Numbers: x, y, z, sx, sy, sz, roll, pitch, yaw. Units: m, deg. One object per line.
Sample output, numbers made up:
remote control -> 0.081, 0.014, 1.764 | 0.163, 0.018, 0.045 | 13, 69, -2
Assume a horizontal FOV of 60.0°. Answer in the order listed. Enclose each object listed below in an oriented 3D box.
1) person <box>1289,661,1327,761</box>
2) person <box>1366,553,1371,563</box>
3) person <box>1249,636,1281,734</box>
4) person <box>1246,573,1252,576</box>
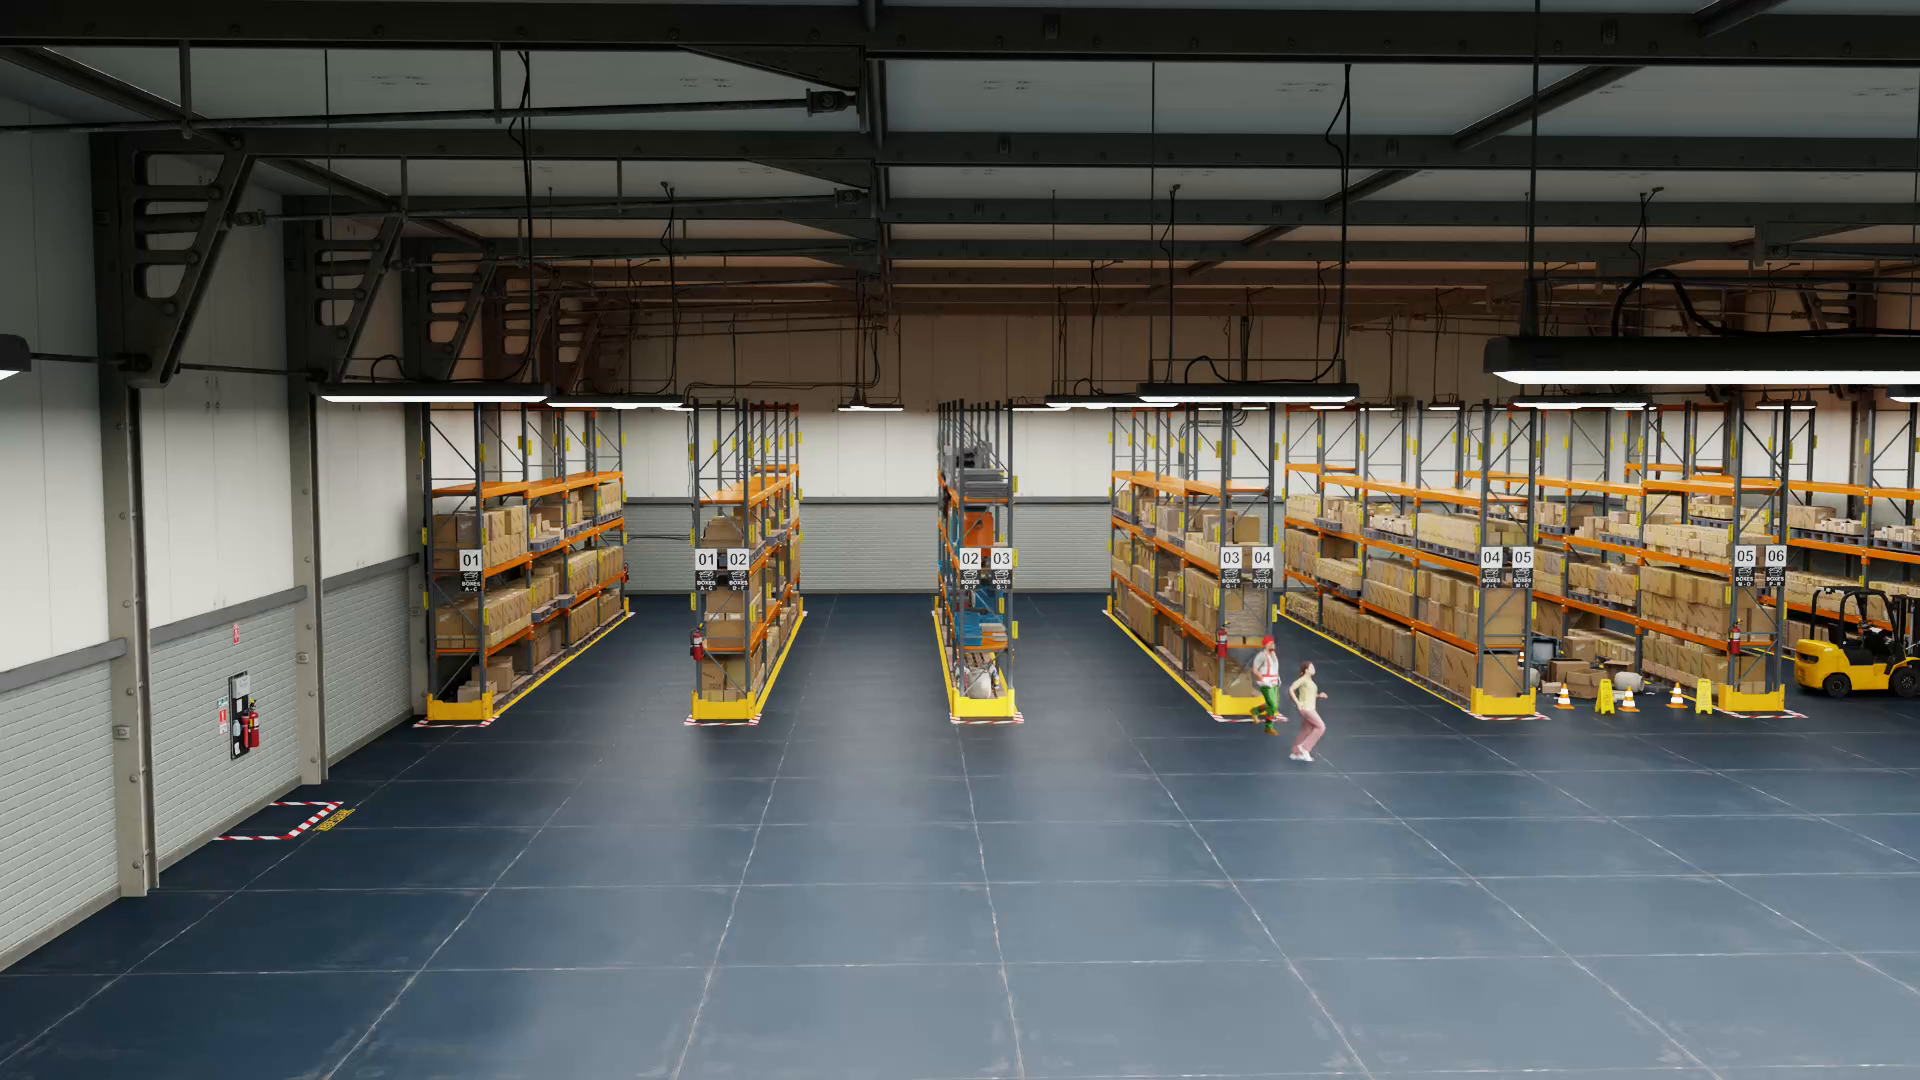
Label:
person -> 5.738, 2.805, 27.349 | 0.599, 1.639, 0.565 | 2, 5, 20
person -> 12.109, 1.202, 49.157 | 0.681, 1.633, 0.609 | 0, 4, 1
person -> 5.477, 2.587, 29.922 | 0.669, 1.751, 0.691 | 4, 6, 42
person -> 8.354, 1.203, 48.629 | 0.624, 1.697, 0.756 | -1, 4, -13
